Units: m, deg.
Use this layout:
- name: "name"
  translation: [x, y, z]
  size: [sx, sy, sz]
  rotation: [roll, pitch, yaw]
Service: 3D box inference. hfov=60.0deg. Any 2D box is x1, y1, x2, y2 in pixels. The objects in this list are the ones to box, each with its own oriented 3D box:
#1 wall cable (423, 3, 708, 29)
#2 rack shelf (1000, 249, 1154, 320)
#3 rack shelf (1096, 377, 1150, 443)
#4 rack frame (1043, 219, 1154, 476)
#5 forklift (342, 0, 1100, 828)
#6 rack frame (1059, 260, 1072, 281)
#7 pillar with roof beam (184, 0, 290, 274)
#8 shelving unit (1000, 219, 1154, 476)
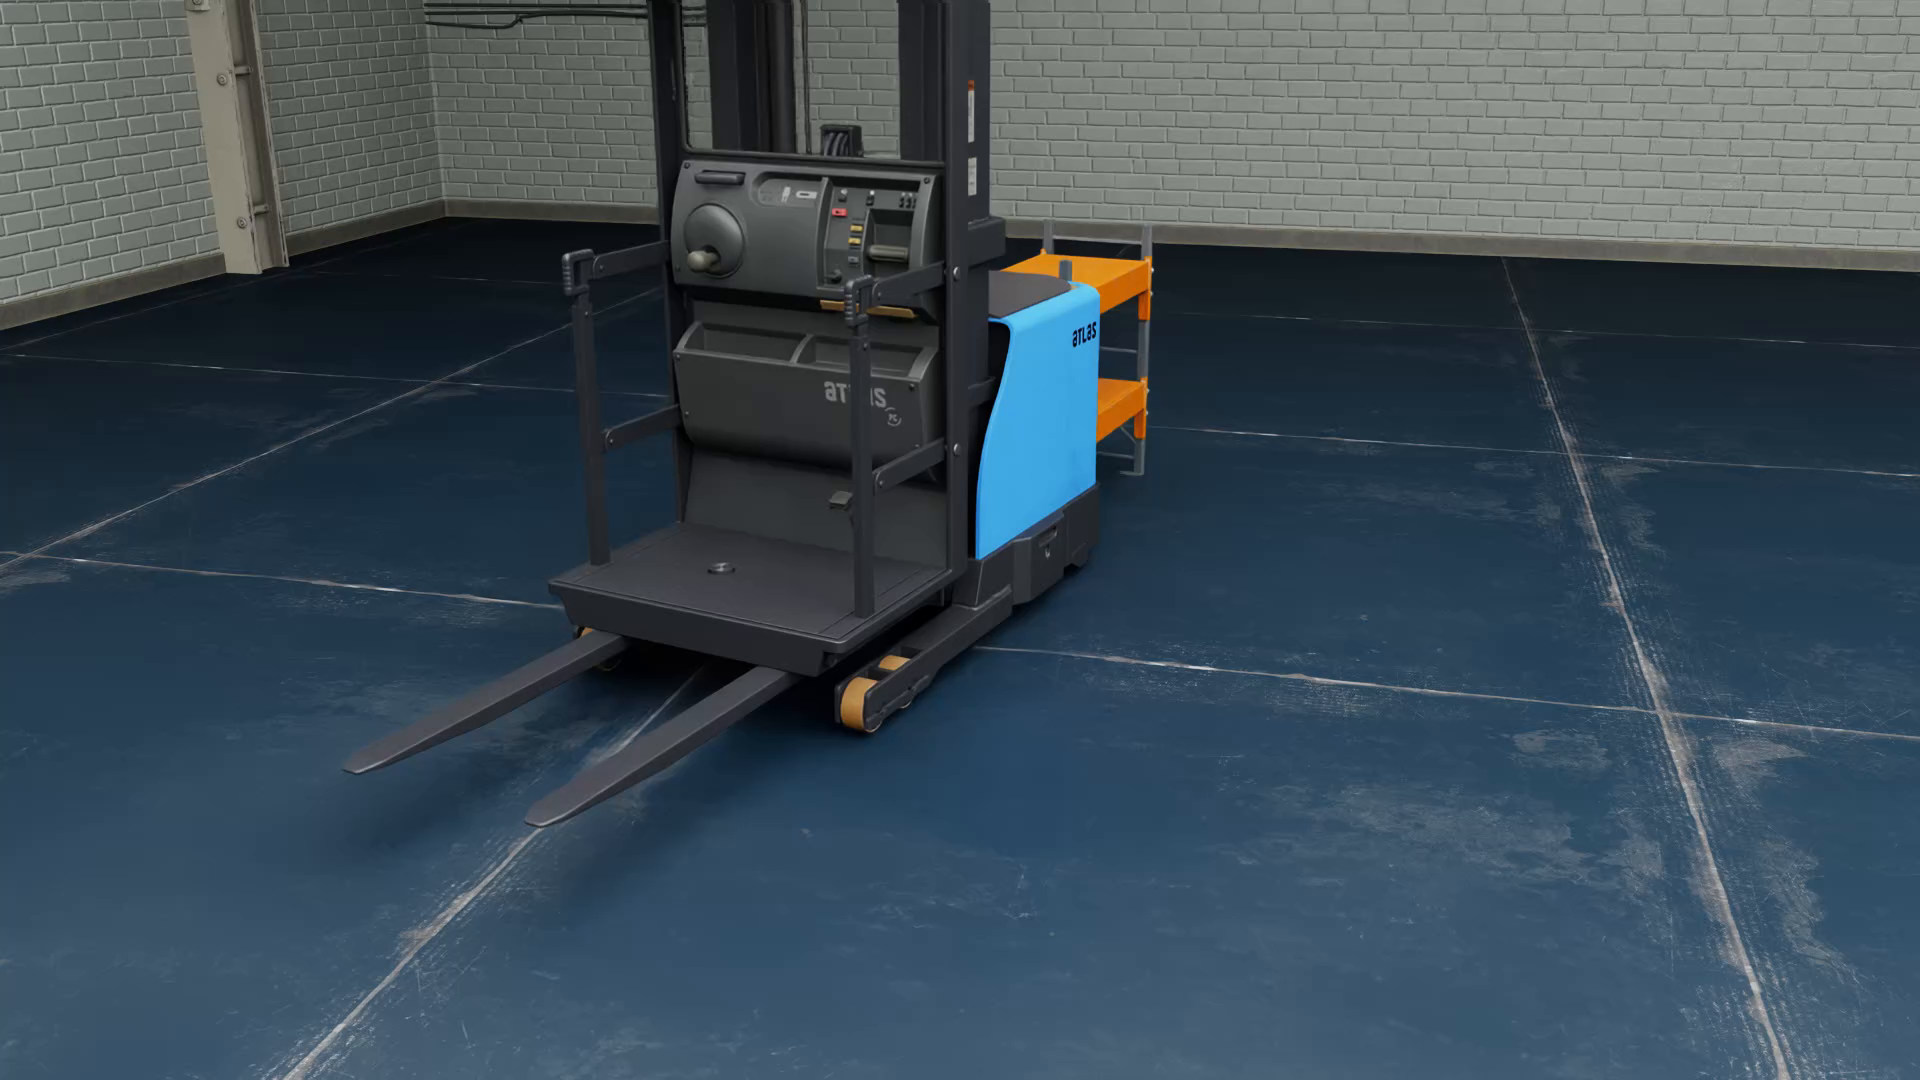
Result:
- name: "wall cable"
  translation: [-3.407, -5.692, 14.234]
  size: [3.097, 2.526, 0.112]
  rotation: [5, 19, 13]
- name: "rack shelf"
  translation: [0.398, -0.987, 6.930]
  size: [0.538, 0.278, 1.000]
  rotation: [8, 20, 22]
- name: "rack shelf"
  translation: [0.398, -0.478, 7.104]
  size: [0.538, 0.278, 1.000]
  rotation: [8, 20, 22]
- name: "rack frame"
  translation: [0.604, -0.860, 7.465]
  size: [0.500, 1.125, 0.032]
  rotation: [8, 20, 22]
- name: "forklift"
  translation: [-0.597, -0.972, 5.000]
  size: [1.130, 2.935, 3.031]
  rotation: [10, 21, 26]
- name: "rack frame"
  translation: [0.193, -0.559, 6.585]
  size: [0.500, 1.125, 0.032]
  rotation: [8, 20, 22]
- name: "pillar with roof beam"
  translation: [-1.234, -6.002, 10.339]
  size: [9.100, 9.000, 0.400]
  rotation: [5, 19, 13]
- name: "shelving unit"
  translation: [0.398, -0.710, 7.025]
  size: [0.538, 1.125, 1.048]
  rotation: [8, 20, 22]
